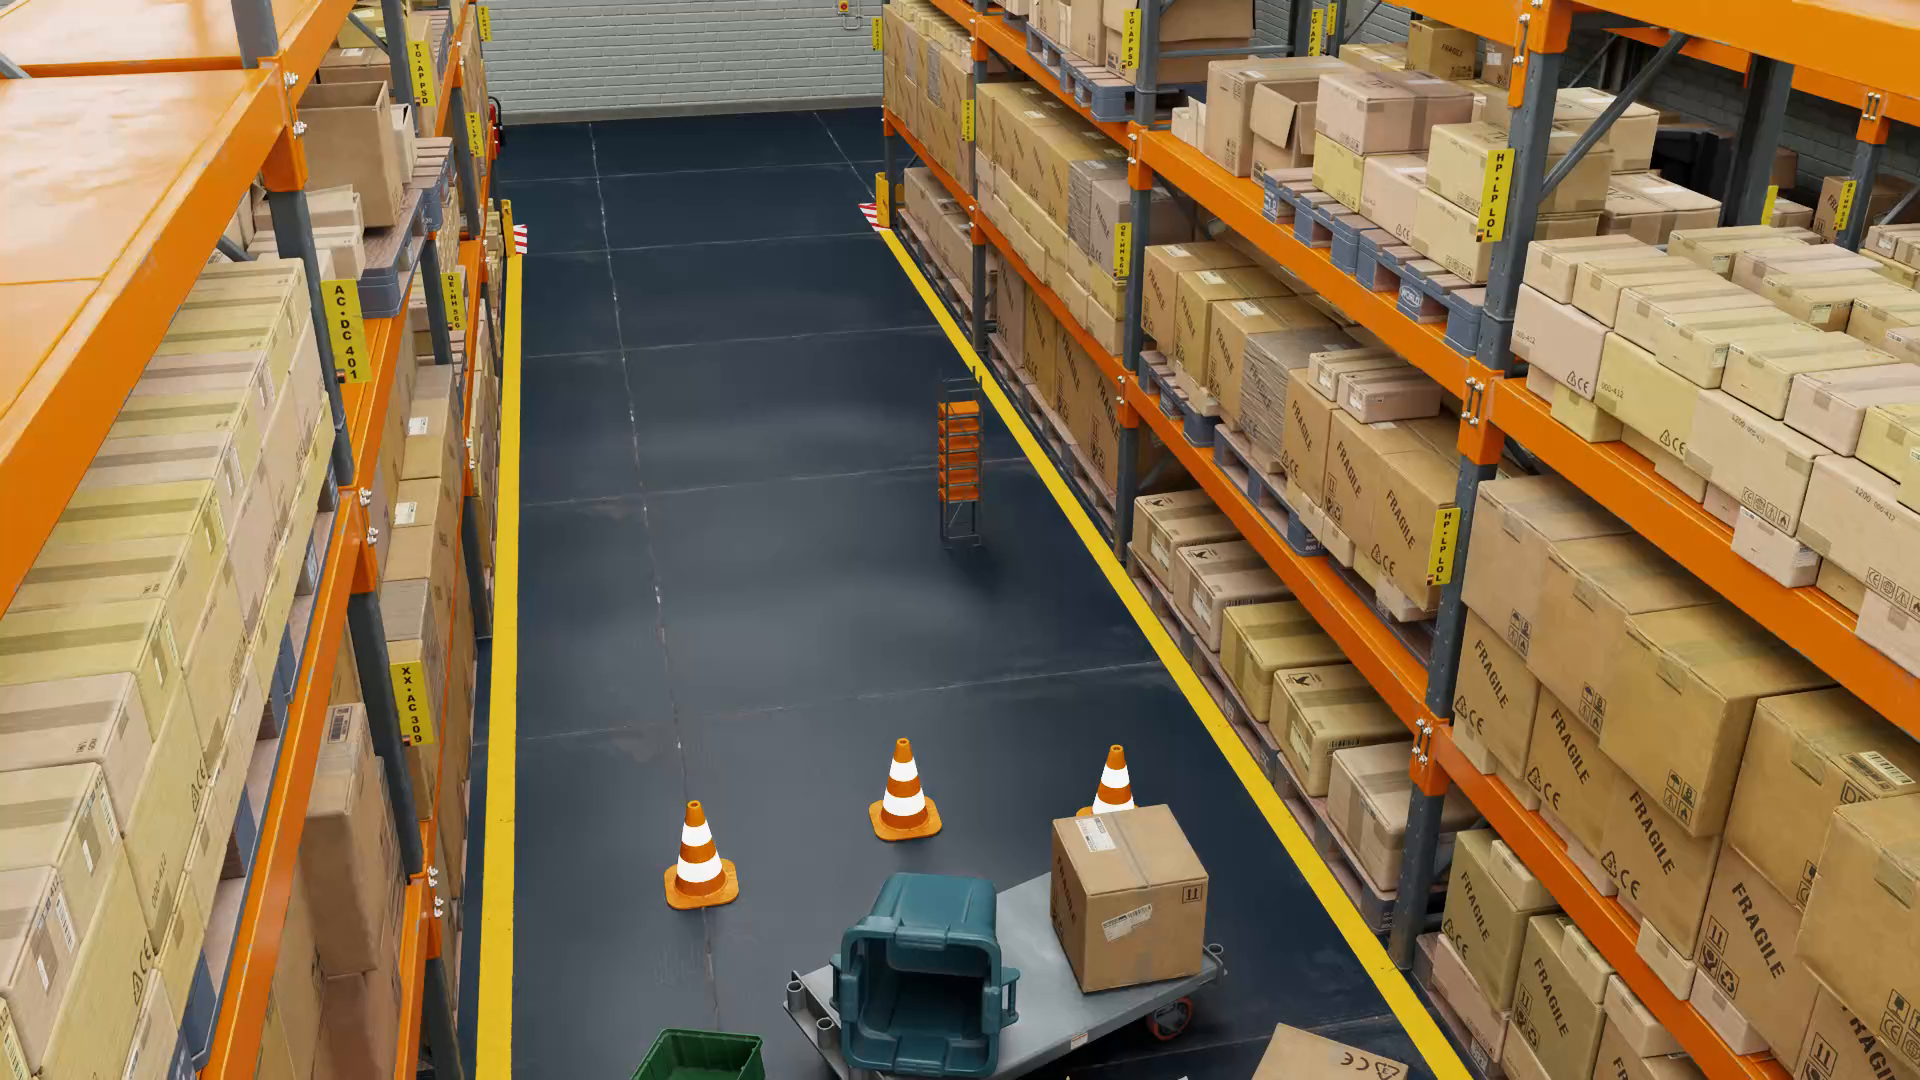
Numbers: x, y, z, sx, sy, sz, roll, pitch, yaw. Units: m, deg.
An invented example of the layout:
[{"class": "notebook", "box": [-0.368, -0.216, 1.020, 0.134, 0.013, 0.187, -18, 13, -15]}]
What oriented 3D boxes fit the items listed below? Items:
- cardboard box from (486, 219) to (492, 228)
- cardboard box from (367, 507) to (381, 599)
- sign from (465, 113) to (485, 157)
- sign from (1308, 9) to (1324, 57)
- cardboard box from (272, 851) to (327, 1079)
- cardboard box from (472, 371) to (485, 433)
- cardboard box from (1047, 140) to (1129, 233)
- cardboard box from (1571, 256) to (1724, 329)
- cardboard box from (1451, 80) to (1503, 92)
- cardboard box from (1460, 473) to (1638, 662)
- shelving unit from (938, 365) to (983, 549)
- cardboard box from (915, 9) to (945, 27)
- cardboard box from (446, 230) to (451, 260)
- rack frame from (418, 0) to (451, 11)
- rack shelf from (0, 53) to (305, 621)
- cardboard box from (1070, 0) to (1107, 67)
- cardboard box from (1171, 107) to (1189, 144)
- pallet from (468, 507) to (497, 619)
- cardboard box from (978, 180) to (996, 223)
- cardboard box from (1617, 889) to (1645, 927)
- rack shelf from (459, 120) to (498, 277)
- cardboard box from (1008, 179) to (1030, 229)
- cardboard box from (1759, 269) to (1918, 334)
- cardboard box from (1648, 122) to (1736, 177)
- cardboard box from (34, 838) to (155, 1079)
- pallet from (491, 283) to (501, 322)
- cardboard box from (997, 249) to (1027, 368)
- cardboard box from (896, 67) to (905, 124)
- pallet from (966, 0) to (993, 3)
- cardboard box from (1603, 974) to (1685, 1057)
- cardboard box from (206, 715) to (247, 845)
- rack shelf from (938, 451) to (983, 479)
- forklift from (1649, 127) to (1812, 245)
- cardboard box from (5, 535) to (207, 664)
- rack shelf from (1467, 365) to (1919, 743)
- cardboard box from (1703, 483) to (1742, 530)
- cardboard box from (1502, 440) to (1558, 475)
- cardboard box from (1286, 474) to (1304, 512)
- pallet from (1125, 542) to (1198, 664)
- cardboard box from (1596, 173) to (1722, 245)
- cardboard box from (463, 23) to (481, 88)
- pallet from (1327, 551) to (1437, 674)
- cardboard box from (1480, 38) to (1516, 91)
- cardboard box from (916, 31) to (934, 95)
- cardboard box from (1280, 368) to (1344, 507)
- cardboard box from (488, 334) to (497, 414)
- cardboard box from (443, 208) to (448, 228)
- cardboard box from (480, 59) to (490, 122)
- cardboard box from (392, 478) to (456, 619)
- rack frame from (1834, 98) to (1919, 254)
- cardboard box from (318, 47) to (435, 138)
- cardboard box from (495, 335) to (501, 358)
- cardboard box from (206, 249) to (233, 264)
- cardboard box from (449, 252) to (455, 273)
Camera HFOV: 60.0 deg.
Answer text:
[{"class": "cardboard box", "box": [-4.551, -2.871, 15.493, 0.380, 0.149, 0.250, -7, 28, -14]}, {"class": "cardboard box", "box": [-2.627, 0.100, 6.349, 0.700, 0.500, 0.500, -6, 27, -12]}, {"class": "sign", "box": [-3.655, -3.053, 12.531, 0.100, 0.325, 0.005, -6, 27, -12]}, {"class": "sign", "box": [2.036, -2.893, 9.597, 0.100, 0.325, 0.005, -6, 27, -12]}, {"class": "cardboard box", "box": [-2.117, 1.131, 4.162, 0.875, 0.550, 0.550, -6, 27, -12]}, {"class": "cardboard box", "box": [-3.426, -0.897, 11.020, 0.500, 0.250, 0.500, -6, 27, -11]}, {"class": "cardboard box", "box": [0.906, -2.404, 11.309, 0.500, 0.500, 0.500, -6, 27, -12]}, {"class": "cardboard box", "box": [2.248, -0.813, 5.444, 0.380, 0.149, 0.250, -5, 27, -10]}, {"class": "cardboard box", "box": [4.861, -4.234, 15.993, 0.500, 0.250, 0.500, -6, 27, -12]}, {"class": "cardboard box", "box": [2.296, 0.078, 6.062, 0.700, 0.500, 0.500, -6, 27, -12]}, {"class": "shelving unit", "box": [0.003, -0.529, 10.814, 0.258, 1.200, 0.189, -6, 27, -12]}, {"class": "cardboard box", "box": [-0.208, -4.807, 15.350, 0.380, 0.149, 0.250, -6, 27, -11]}, {"class": "cardboard box", "box": [-3.612, -1.953, 11.120, 0.380, 0.149, 0.250, -6, 27, -11]}, {"class": "rack frame", "box": [-4.195, -5.156, 11.325, 1.000, 3.000, 0.127, -6, 27, -12]}, {"class": "rack shelf", "box": [-1.941, -0.267, 2.880, 1.077, 0.370, 4.000, -6, 27, -12]}, {"class": "cardboard box", "box": [1.098, -3.256, 10.312, 0.700, 0.500, 0.500, -7, 28, -14]}, {"class": "cardboard box", "box": [1.412, -2.340, 9.354, 0.380, 0.149, 0.250, -6, 27, -12]}, {"class": "pallet", "box": [-3.468, 0.180, 10.506, 1.003, 0.211, 1.213, -6, 27, -12]}, {"class": "cardboard box", "box": [0.447, -2.738, 13.359, 0.500, 0.250, 0.500, -7, 28, -13]}, {"class": "cardboard box", "box": [2.476, 1.215, 5.639, 0.380, 0.149, 0.250, -6, 27, -12]}, {"class": "rack shelf", "box": [-4.646, -3.035, 14.579, 1.077, 0.370, 4.000, -6, 27, -12]}, {"class": "cardboard box", "box": [0.662, -2.509, 12.351, 0.500, 0.250, 0.500, -6, 27, -11]}, {"class": "cardboard box", "box": [2.797, -0.749, 5.317, 0.380, 0.149, 0.250, -5, 27, -10]}, {"class": "cardboard box", "box": [5.625, -2.956, 13.047, 0.700, 0.500, 0.500, -6, 27, -12]}, {"class": "cardboard box", "box": [-1.465, 0.692, 2.326, 0.500, 0.250, 0.500, -6, 27, -12]}, {"class": "pallet", "box": [-4.659, -2.061, 14.946, 1.003, 0.211, 1.213, -6, 27, -12]}, {"class": "cardboard box", "box": [0.823, -2.000, 13.622, 0.875, 0.875, 0.875, -5, 27, -10]}, {"class": "cardboard box", "box": [-0.327, -4.367, 16.308, 0.500, 0.500, 0.500, -6, 27, -12]}, {"class": "pallet", "box": [0.431, -4.685, 13.819, 1.003, 0.211, 1.213, -6, 27, -12]}, {"class": "cardboard box", "box": [2.429, 1.593, 5.644, 0.380, 0.149, 0.250, -4, 27, -9]}, {"class": "cardboard box", "box": [-1.598, 0.482, 3.185, 0.380, 0.149, 0.250, -6, 27, -11]}, {"class": "rack shelf", "box": [0.003, -0.490, 10.834, 0.258, 0.103, 0.180, -6, 27, -12]}, {"class": "forklift", "box": [3.822, -0.640, 9.111, 1.130, 2.935, 3.031, -7, 28, -13]}, {"class": "cardboard box", "box": [-1.599, 0.126, 3.007, 0.380, 0.149, 0.250, -6, 27, -11]}, {"class": "rack shelf", "box": [2.859, 0.347, 4.550, 1.077, 0.370, 4.000, -6, 27, -12]}, {"class": "cardboard box", "box": [2.474, -0.128, 4.970, 0.380, 0.149, 0.250, -7, 28, -13]}, {"class": "cardboard box", "box": [2.582, -0.113, 7.084, 0.500, 0.500, 0.500, -5, 27, -10]}, {"class": "cardboard box", "box": [1.807, -0.236, 8.047, 0.380, 0.149, 0.250, -6, 27, -12]}, {"class": "pallet", "box": [1.681, 0.319, 10.230, 1.003, 0.211, 1.213, -6, 27, -12]}, {"class": "cardboard box", "box": [2.667, -1.270, 6.655, 0.500, 0.250, 0.500, -7, 28, -13]}, {"class": "cardboard box", "box": [-4.511, -4.232, 14.602, 0.500, 0.500, 0.500, -5, 27, -9]}, {"class": "pallet", "box": [2.377, 0.222, 7.540, 1.003, 0.211, 1.213, -6, 27, -12]}, {"class": "cardboard box", "box": [5.364, -4.612, 15.909, 0.500, 0.500, 0.500, -7, 28, -13]}, {"class": "cardboard box", "box": [-0.106, -4.362, 15.190, 0.500, 0.500, 0.500, -6, 27, -11]}, {"class": "cardboard box", "box": [1.857, -0.502, 7.855, 0.500, 0.500, 0.500, -5, 27, -10]}, {"class": "cardboard box", "box": [-3.783, -1.250, 12.553, 0.500, 0.500, 0.500, -6, 27, -13]}, {"class": "cardboard box", "box": [-3.685, -2.208, 11.294, 0.380, 0.149, 0.250, -7, 28, -13]}, {"class": "cardboard box", "box": [-4.744, -4.240, 15.728, 0.500, 0.500, 0.500, -5, 27, -11]}, {"class": "cardboard box", "box": [-2.587, 0.067, 7.524, 0.500, 0.500, 0.500, -6, 27, -11]}, {"class": "rack frame", "box": [6.342, -1.775, 11.284, 1.000, 3.000, 0.127, -6, 27, -12]}, {"class": "cardboard box", "box": [-3.163, -2.384, 9.050, 0.500, 0.500, 0.500, -6, 27, -12]}, {"class": "cardboard box", "box": [-3.964, -1.585, 13.606, 0.380, 0.149, 0.250, -7, 28, -14]}, {"class": "cardboard box", "box": [-2.707, -0.764, 5.542, 0.500, 0.250, 0.500, -6, 27, -11]}, {"class": "cardboard box", "box": [-3.616, -1.828, 11.201, 0.380, 0.149, 0.250, -5, 27, -9]}]
